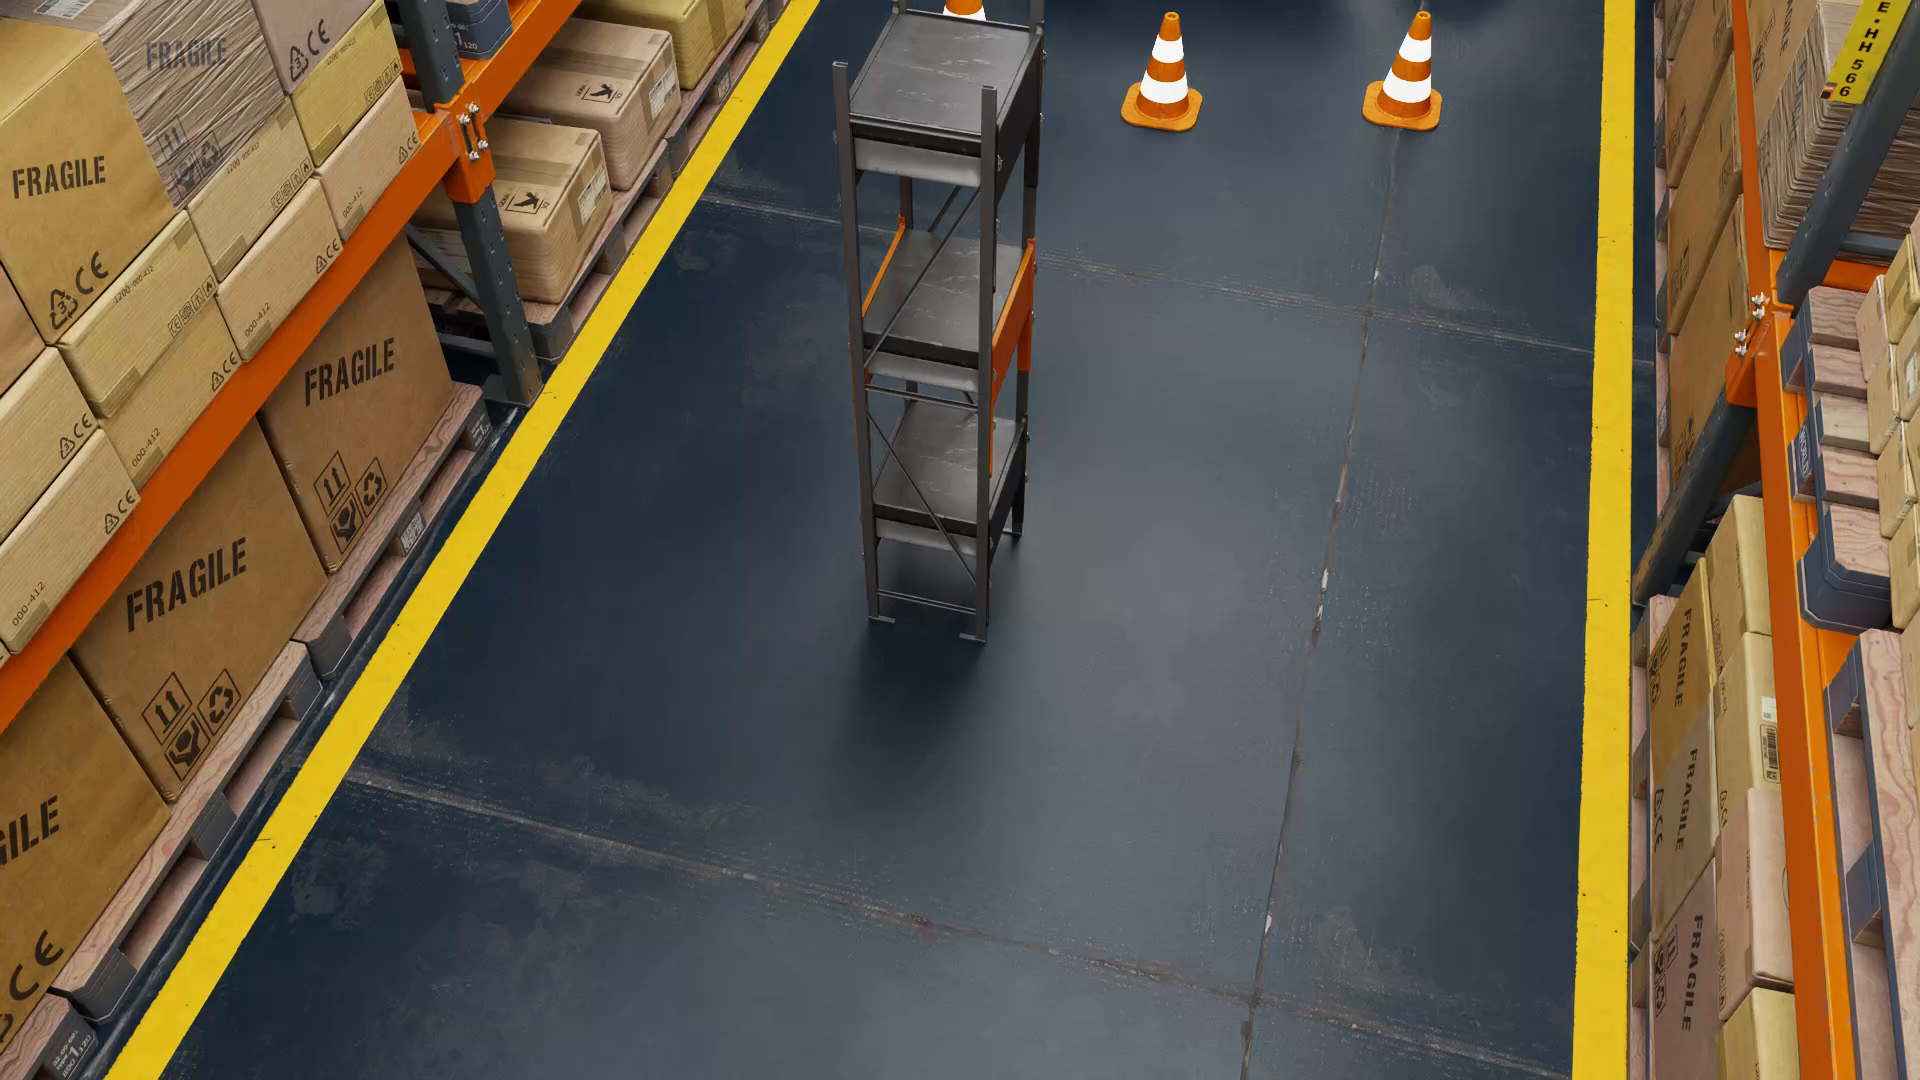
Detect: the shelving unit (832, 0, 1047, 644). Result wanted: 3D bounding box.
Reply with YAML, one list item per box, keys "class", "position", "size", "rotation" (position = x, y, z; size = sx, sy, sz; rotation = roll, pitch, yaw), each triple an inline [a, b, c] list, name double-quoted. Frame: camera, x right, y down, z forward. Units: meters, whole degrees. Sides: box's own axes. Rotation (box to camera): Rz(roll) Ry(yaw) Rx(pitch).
- class: "shelving unit"
  position: [-0.044, -0.575, 4.857]
  size: [0.431, 2.100, 0.503]
  rotation: [12, 50, 10]

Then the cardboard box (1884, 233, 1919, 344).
- class: "cardboard box"
  position: [2.420, -0.561, 3.933]
  size: [0.380, 0.149, 0.250]
  rotation: [14, 50, 12]

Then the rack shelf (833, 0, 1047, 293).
- class: "rack shelf"
  position: [-0.044, -1.029, 4.342]
  size: [0.431, 0.518, 0.480]
  rotation: [12, 50, 10]

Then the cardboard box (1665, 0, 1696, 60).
- class: "cardboard box"
  position: [3.717, -2.538, 7.209]
  size: [1.050, 0.750, 0.750]
  rotation: [11, 50, 10]

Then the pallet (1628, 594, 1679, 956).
- class: "pallet"
  position: [2.534, 0.771, 4.929]
  size: [1.003, 0.211, 1.213]
  rotation: [12, 50, 10]

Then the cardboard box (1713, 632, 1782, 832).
- class: "cardboard box"
  position: [2.193, 0.541, 4.159]
  size: [0.500, 0.250, 0.500]
  rotation: [11, 49, 10]

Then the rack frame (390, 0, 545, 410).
- class: "rack frame"
  position: [-2.061, -1.620, 5.179]
  size: [1.000, 3.000, 0.127]
  rotation: [12, 50, 10]

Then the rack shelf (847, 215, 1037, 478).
- class: "rack shelf"
  position: [-0.044, -0.566, 4.867]
  size: [0.431, 0.518, 0.480]
  rotation: [12, 50, 10]

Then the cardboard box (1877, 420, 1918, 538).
- class: "cardboard box"
  position: [2.287, -0.099, 3.724]
  size: [0.380, 0.149, 0.250]
  rotation: [14, 50, 12]

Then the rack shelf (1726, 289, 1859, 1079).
- class: "rack shelf"
  position: [2.215, 0.968, 3.375]
  size: [1.077, 0.370, 4.000]
  rotation: [12, 50, 10]

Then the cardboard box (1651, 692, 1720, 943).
- class: "cardboard box"
  position: [2.180, 0.797, 4.433]
  size: [0.500, 0.500, 0.500]
  rotation: [12, 50, 10]

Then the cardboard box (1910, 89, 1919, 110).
- class: "cardboard box"
  position: [2.869, -1.403, 4.254]
  size: [0.700, 0.500, 0.500]
  rotation: [11, 50, 10]

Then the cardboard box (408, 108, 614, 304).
- class: "cardboard box"
  position: [-1.903, -1.296, 6.366]
  size: [0.950, 0.372, 0.625]
  rotation: [9, 49, 7]

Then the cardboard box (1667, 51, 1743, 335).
- class: "cardboard box"
  position: [3.215, -1.167, 5.999]
  size: [1.050, 0.750, 0.750]
  rotation: [12, 50, 11]

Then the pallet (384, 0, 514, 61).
- class: "pallet"
  position: [-1.976, -2.093, 5.725]
  size: [1.213, 0.211, 1.003]
  rotation: [12, 50, 10]

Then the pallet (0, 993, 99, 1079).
- class: "pallet"
  position: [-2.983, 1.623, 4.177]
  size: [1.003, 0.211, 1.213]
  rotation: [12, 50, 10]

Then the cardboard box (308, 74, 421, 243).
- class: "cardboard box"
  position: [-1.944, -1.154, 4.867]
  size: [0.500, 0.250, 0.500]
  rotation: [10, 49, 9]

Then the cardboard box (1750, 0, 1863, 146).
- class: "cardboard box"
  position: [2.733, -1.489, 4.997]
  size: [0.500, 0.500, 0.500]
  rotation: [12, 50, 10]

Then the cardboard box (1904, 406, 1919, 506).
- class: "cardboard box"
  position: [2.284, -0.170, 3.589]
  size: [0.380, 0.149, 0.250]
  rotation: [10, 49, 9]

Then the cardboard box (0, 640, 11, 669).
- class: "cardboard box"
  position: [-2.458, 0.314, 3.572]
  size: [0.500, 0.250, 0.500]
  rotation: [11, 50, 10]

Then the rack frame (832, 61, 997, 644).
- class: "rack frame"
  position: [-0.108, -0.399, 4.701]
  size: [0.400, 2.100, 0.015]
  rotation: [12, 50, 10]

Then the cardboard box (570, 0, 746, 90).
- class: "cardboard box"
  position: [-1.511, -2.379, 7.322]
  size: [0.950, 0.372, 0.625]
  rotation: [13, 50, 11]

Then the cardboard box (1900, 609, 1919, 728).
- class: "cardboard box"
  position: [2.150, 0.289, 3.381]
  size: [0.380, 0.149, 0.250]
  rotation: [13, 50, 11]

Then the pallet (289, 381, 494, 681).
- class: "pallet"
  position: [-2.341, -0.142, 5.735]
  size: [1.003, 0.211, 1.213]
  rotation: [12, 50, 10]

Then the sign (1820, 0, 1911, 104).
- class: "sign"
  position: [2.205, -1.207, 4.042]
  size: [0.100, 0.325, 0.005]
  rotation: [12, 50, 10]

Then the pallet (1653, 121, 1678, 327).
- class: "pallet"
  position: [3.344, -1.229, 6.694]
  size: [1.003, 0.211, 1.213]
  rotation: [12, 50, 10]

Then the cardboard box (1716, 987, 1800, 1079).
- class: "cardboard box"
  position: [1.914, 1.274, 3.512]
  size: [0.500, 0.250, 0.500]
  rotation: [10, 49, 8]

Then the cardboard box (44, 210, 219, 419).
- class: "cardboard box"
  position: [-2.190, -0.590, 4.036]
  size: [0.500, 0.250, 0.500]
  rotation: [10, 49, 9]

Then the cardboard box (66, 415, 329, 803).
- class: "cardboard box"
  position: [-2.562, 0.071, 4.823]
  size: [0.875, 0.875, 0.875]
  rotation: [12, 50, 10]

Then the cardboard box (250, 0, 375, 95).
- class: "cardboard box"
  position: [-1.945, -1.559, 4.391]
  size: [0.500, 0.500, 0.500]
  rotation: [10, 49, 9]

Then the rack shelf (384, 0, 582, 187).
- class: "rack shelf"
  position: [-1.534, -2.829, 6.726]
  size: [1.077, 0.370, 4.000]
  rotation: [12, 50, 10]

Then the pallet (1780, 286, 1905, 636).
- class: "pallet"
  position: [2.656, -0.117, 3.980]
  size: [1.213, 0.211, 1.003]
  rotation: [12, 50, 10]

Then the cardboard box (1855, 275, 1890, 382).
- class: "cardboard box"
  position: [2.429, -0.488, 4.068]
  size: [0.380, 0.149, 0.250]
  rotation: [11, 49, 10]

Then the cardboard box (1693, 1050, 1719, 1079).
- class: "cardboard box"
  position: [1.915, 1.539, 3.778]
  size: [0.500, 0.500, 0.500]
  rotation: [11, 49, 9]

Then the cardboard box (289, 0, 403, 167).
- class: "cardboard box"
  position: [-1.943, -1.336, 4.695]
  size: [0.500, 0.250, 0.500]
  rotation: [11, 50, 10]

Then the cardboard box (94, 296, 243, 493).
- class: "cardboard box"
  position: [-2.211, -0.420, 4.220]
  size: [0.500, 0.250, 0.500]
  rotation: [11, 50, 10]

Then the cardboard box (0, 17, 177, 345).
- class: "cardboard box"
  position: [-2.209, -0.828, 3.746]
  size: [0.500, 0.500, 0.500]
  rotation: [12, 50, 10]

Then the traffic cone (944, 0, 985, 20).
- class: "traffic cone"
  position: [0.016, -2.501, 7.649]
  size: [0.336, 0.463, 0.334]
  rotation: [12, 50, 10]

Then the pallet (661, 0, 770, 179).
- class: "pallet"
  position: [-1.531, -2.142, 7.500]
  size: [1.003, 0.211, 1.213]
  rotation: [12, 50, 10]
